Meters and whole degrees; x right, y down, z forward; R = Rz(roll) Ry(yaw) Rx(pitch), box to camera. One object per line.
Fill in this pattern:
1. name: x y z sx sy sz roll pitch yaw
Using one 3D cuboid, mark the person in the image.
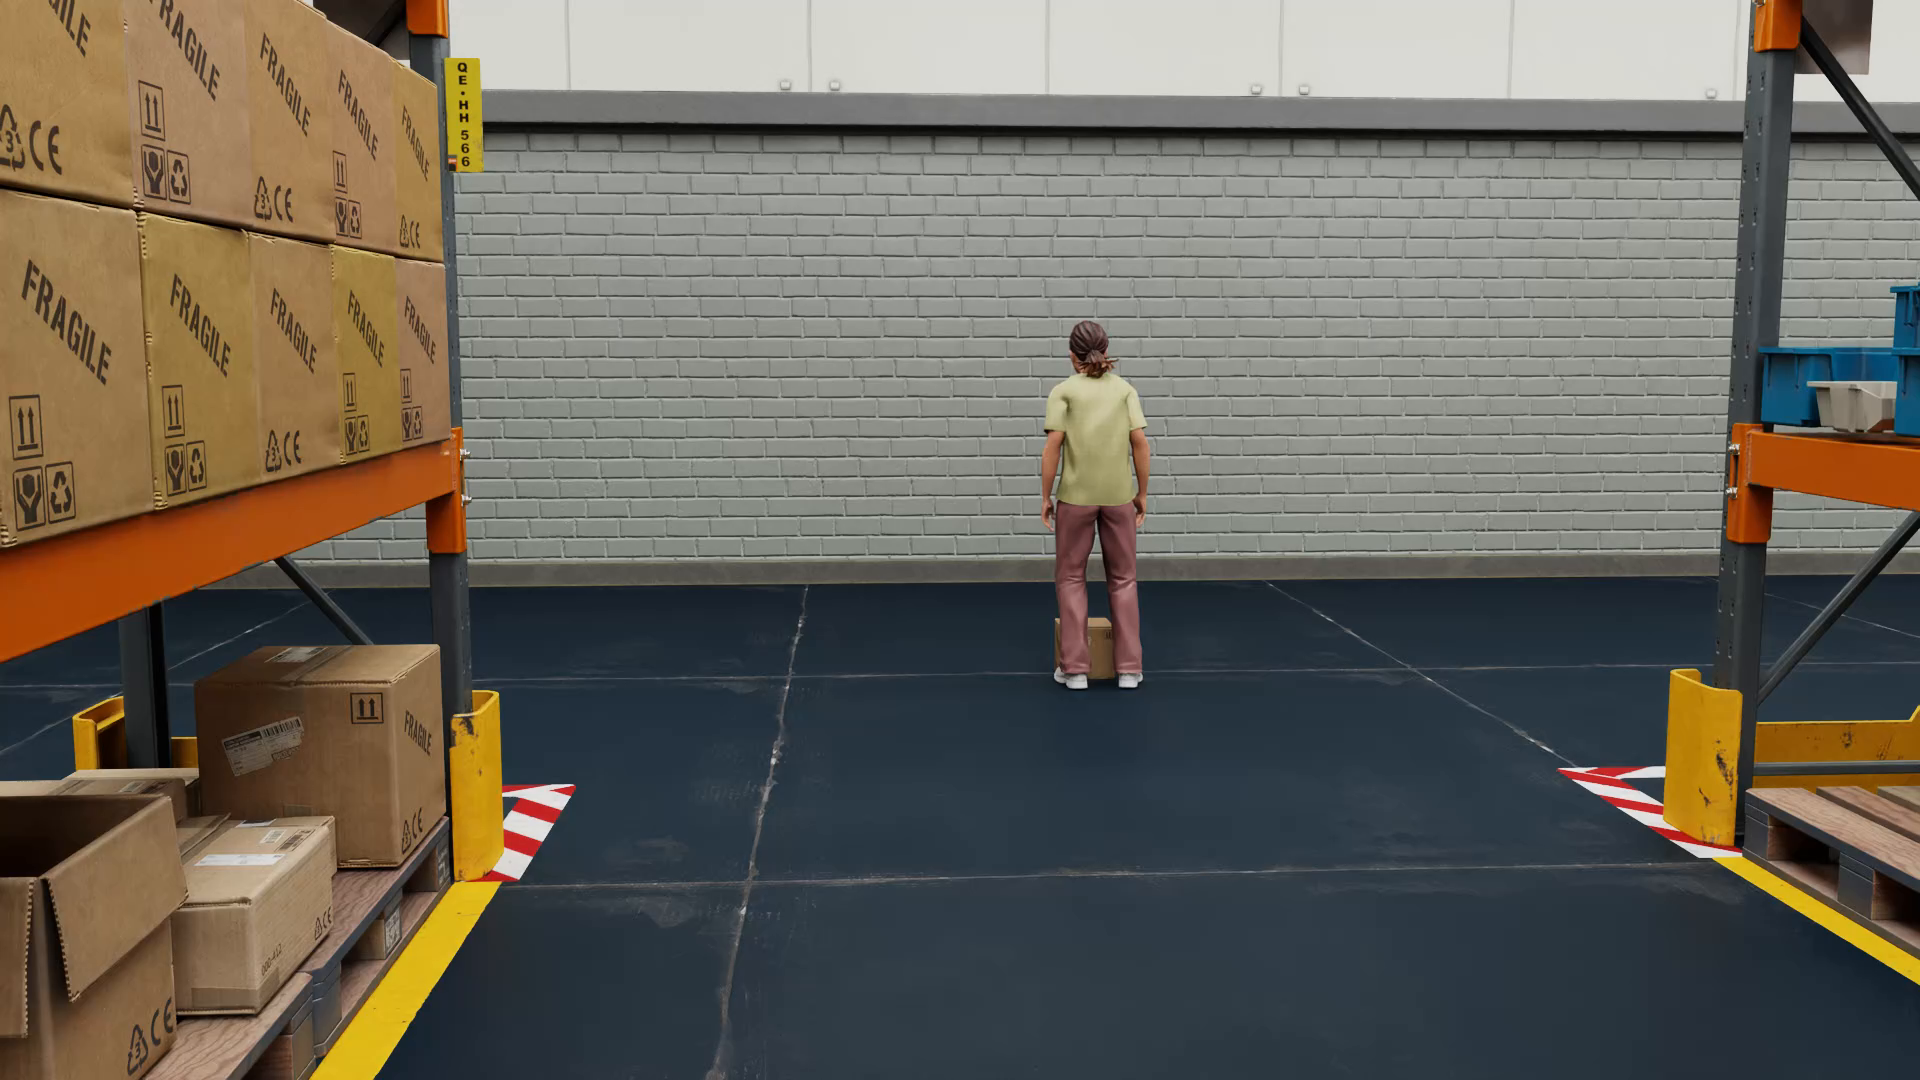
1. person: 0.613 -0.160 7.577 0.515 1.671 0.365 -1 7 -7
